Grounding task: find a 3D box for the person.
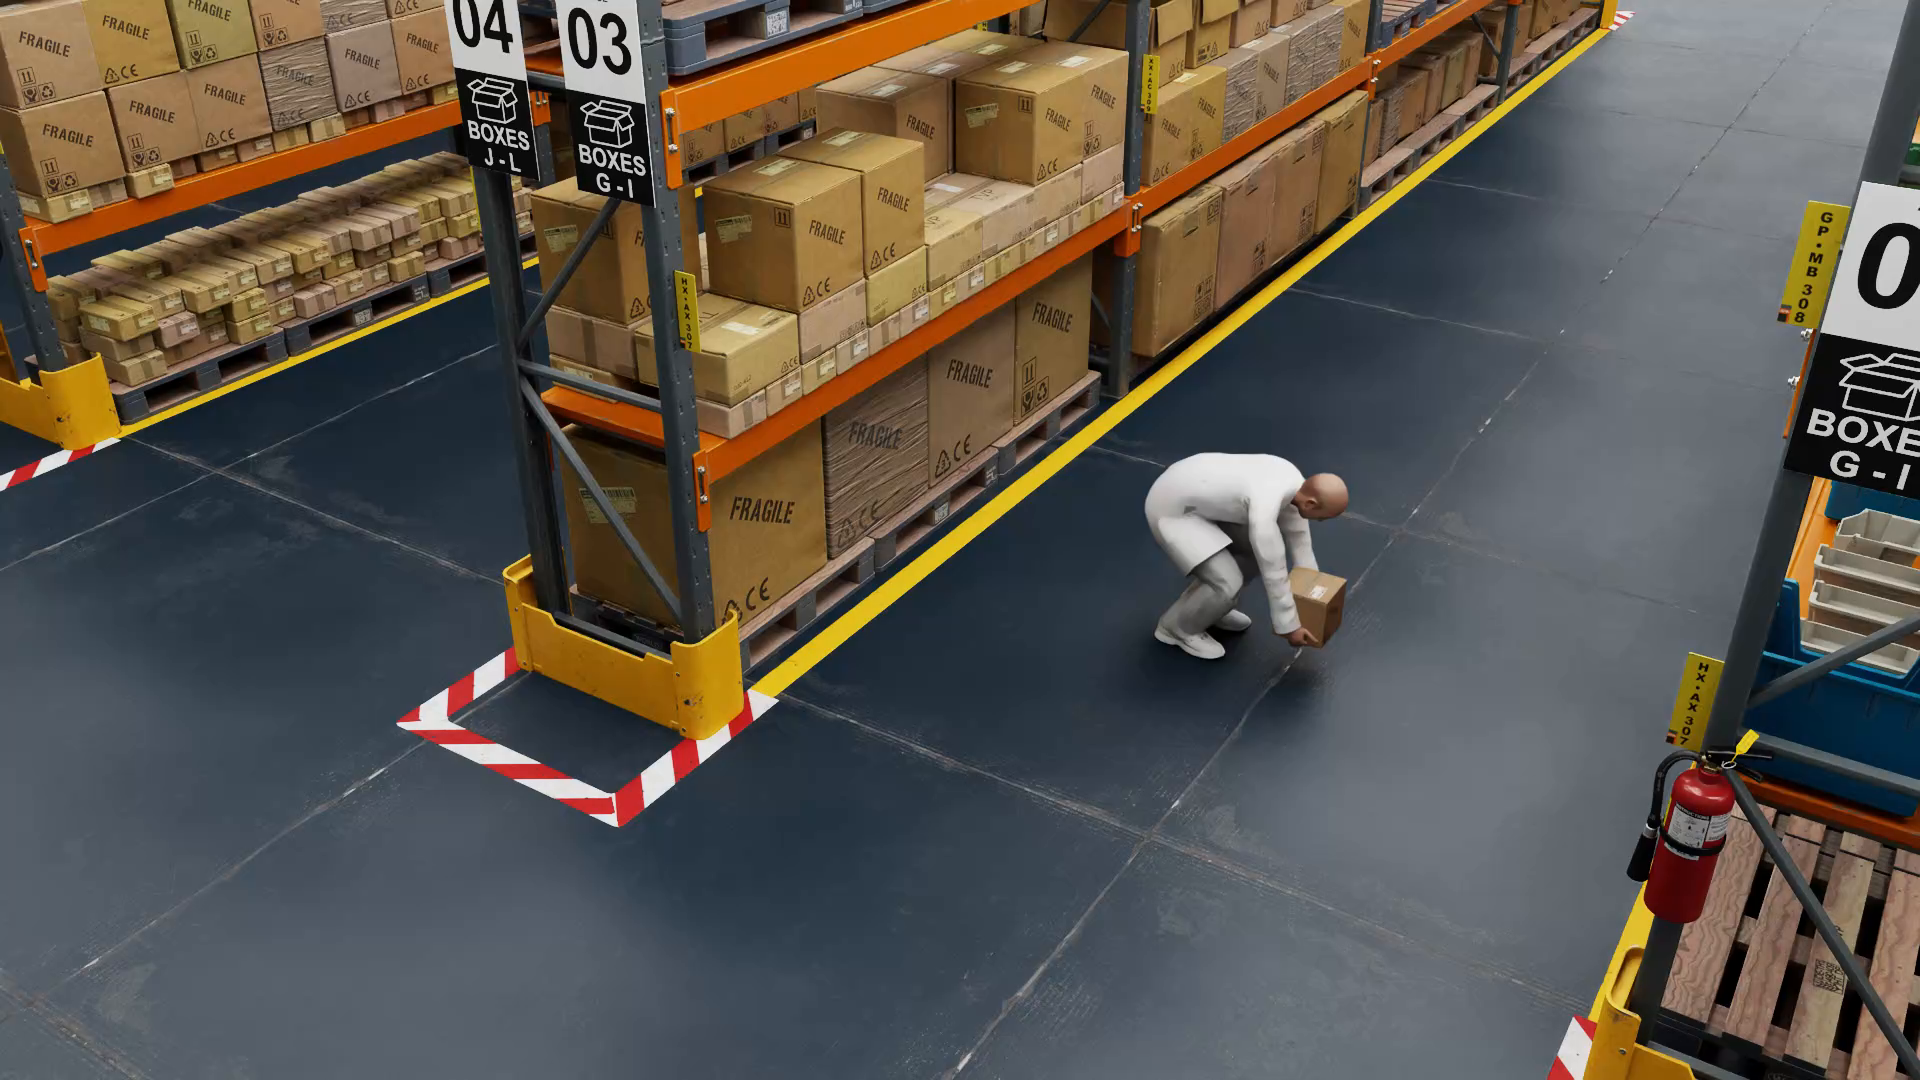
[{"bbox_3d":[1.315,0.067,7.795,0.945,1.010,0.594,16,34,25],"label":"person"}]
